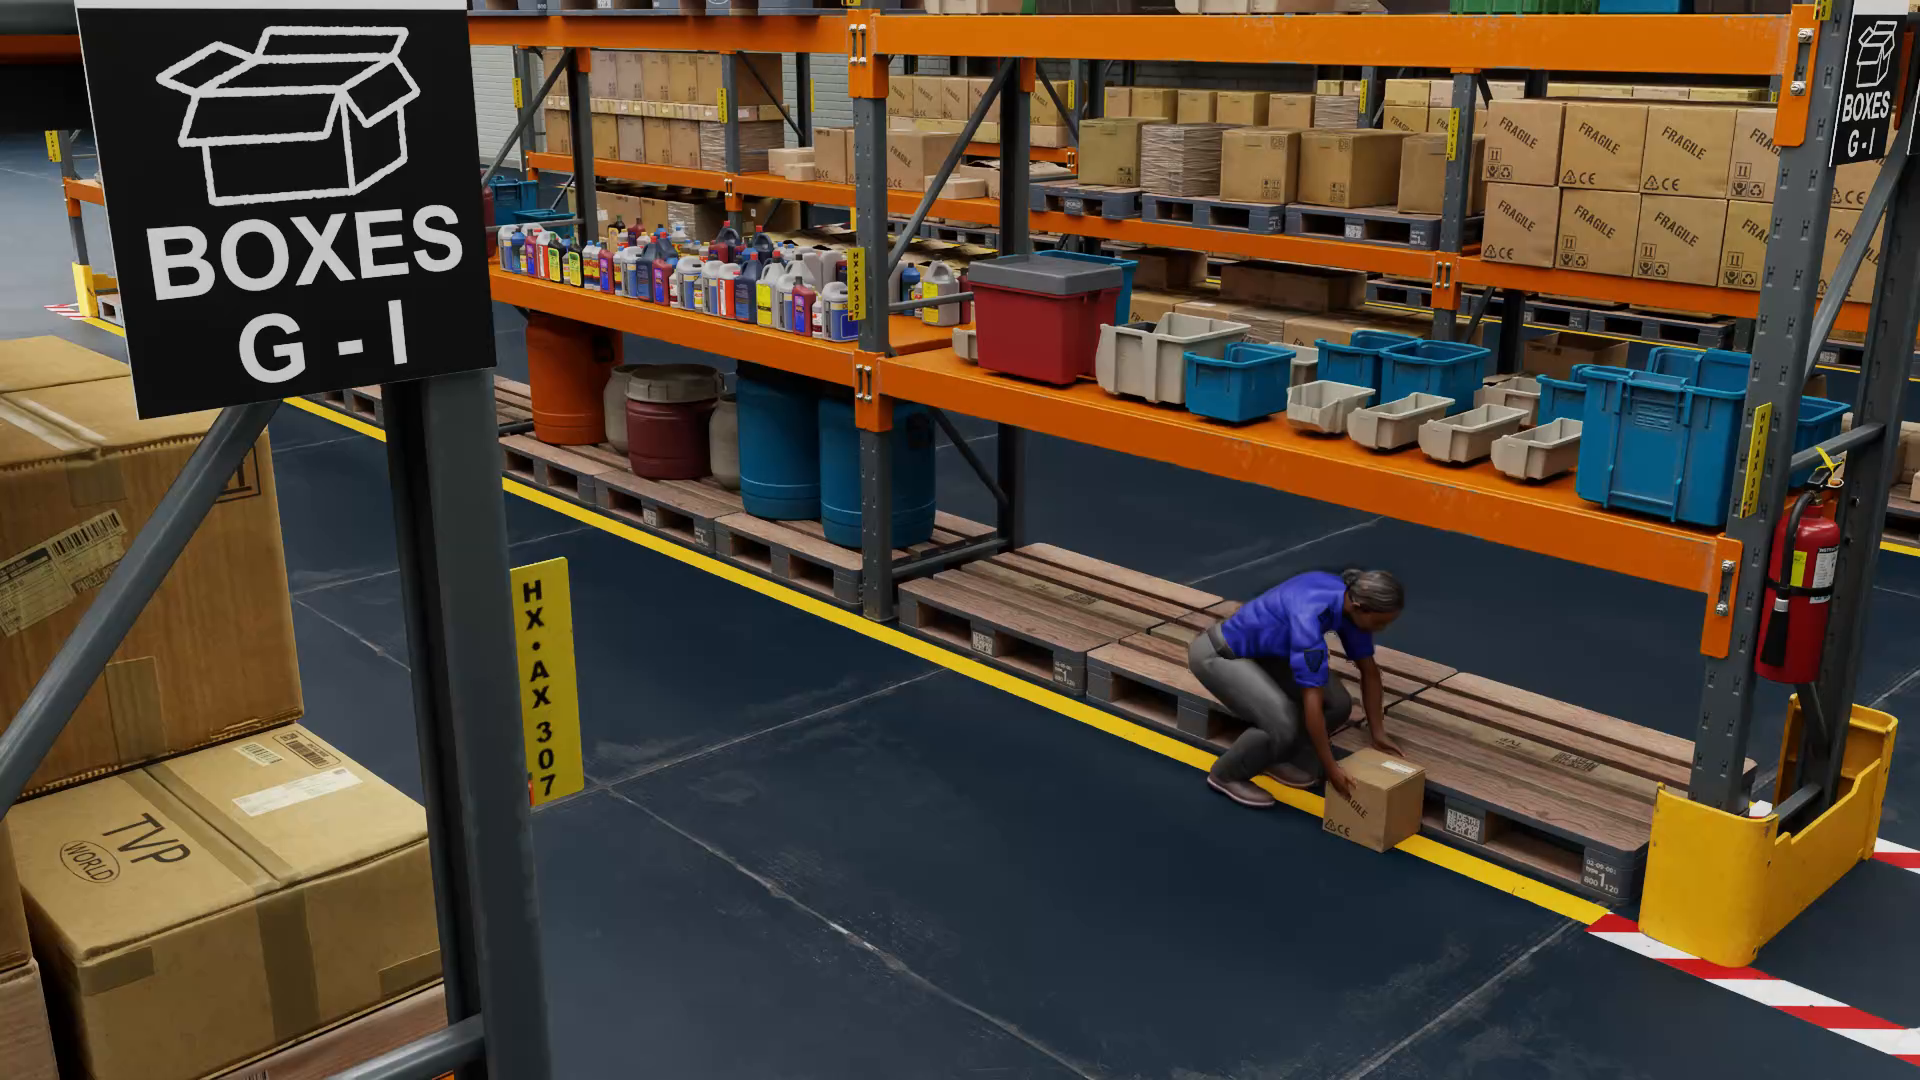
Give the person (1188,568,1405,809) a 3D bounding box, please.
[{"bbox_3d":[1.236,0.507,6.128,0.485,0.954,0.795,-16,24,-41],"label":"person"}]
